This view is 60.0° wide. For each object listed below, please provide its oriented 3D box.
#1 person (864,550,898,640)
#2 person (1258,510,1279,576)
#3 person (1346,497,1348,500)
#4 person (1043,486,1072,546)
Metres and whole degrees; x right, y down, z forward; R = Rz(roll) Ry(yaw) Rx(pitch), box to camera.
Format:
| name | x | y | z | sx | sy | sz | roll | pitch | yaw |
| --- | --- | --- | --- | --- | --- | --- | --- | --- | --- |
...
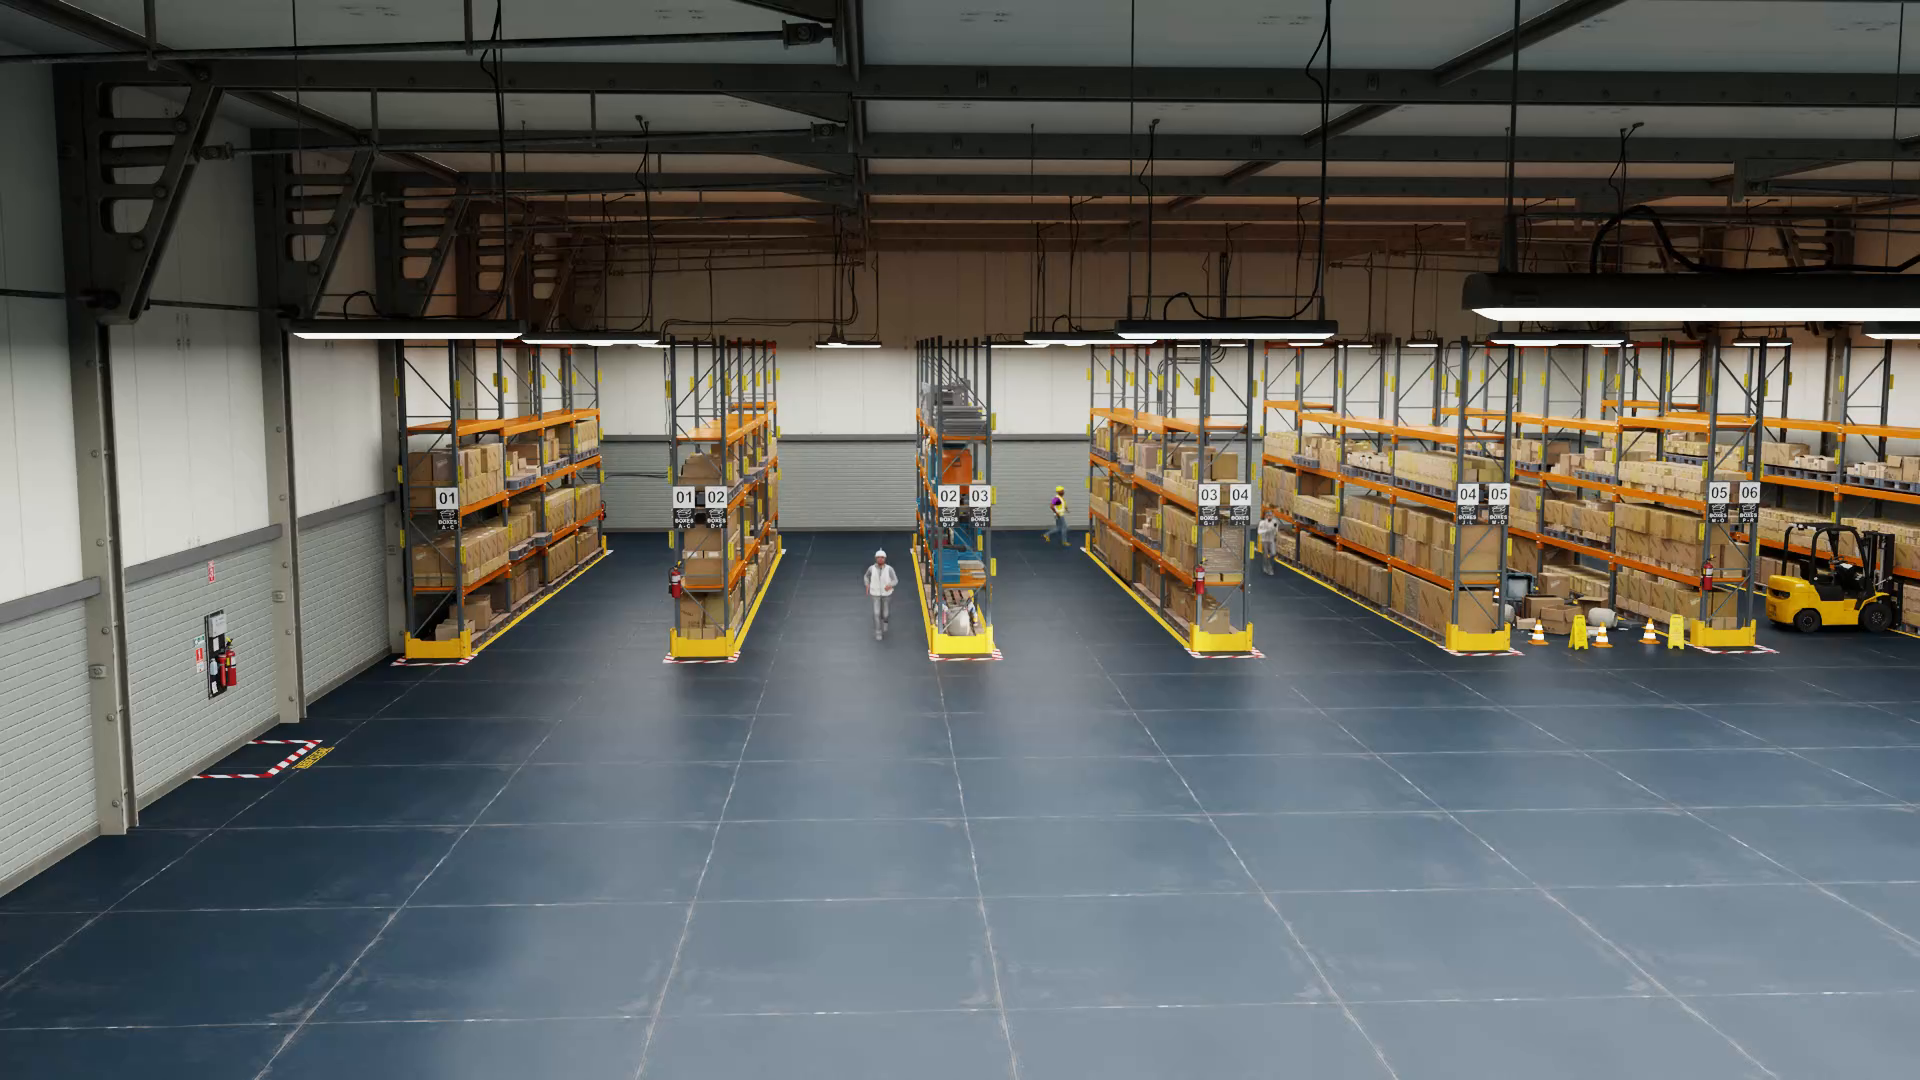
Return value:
| name | x | y | z | sx | sy | sz | roll | pitch | yaw |
| --- | --- | --- | --- | --- | --- | --- | --- | --- | --- |
| person | -1.585 | 1.079 | 33.159 | 0.684 | 1.750 | 0.877 | 0 | 6 | -2 |
| person | 7.885 | 0.071 | 42.540 | 0.588 | 1.721 | 0.816 | 0 | 6 | -1 |
| person | 10.930 | -0.396 | 46.845 | 0.517 | 1.642 | 0.683 | -1 | 7 | -7 |
| person | 2.888 | -0.712 | 49.070 | 0.882 | 1.760 | 0.711 | 1 | 7 | 8 |
